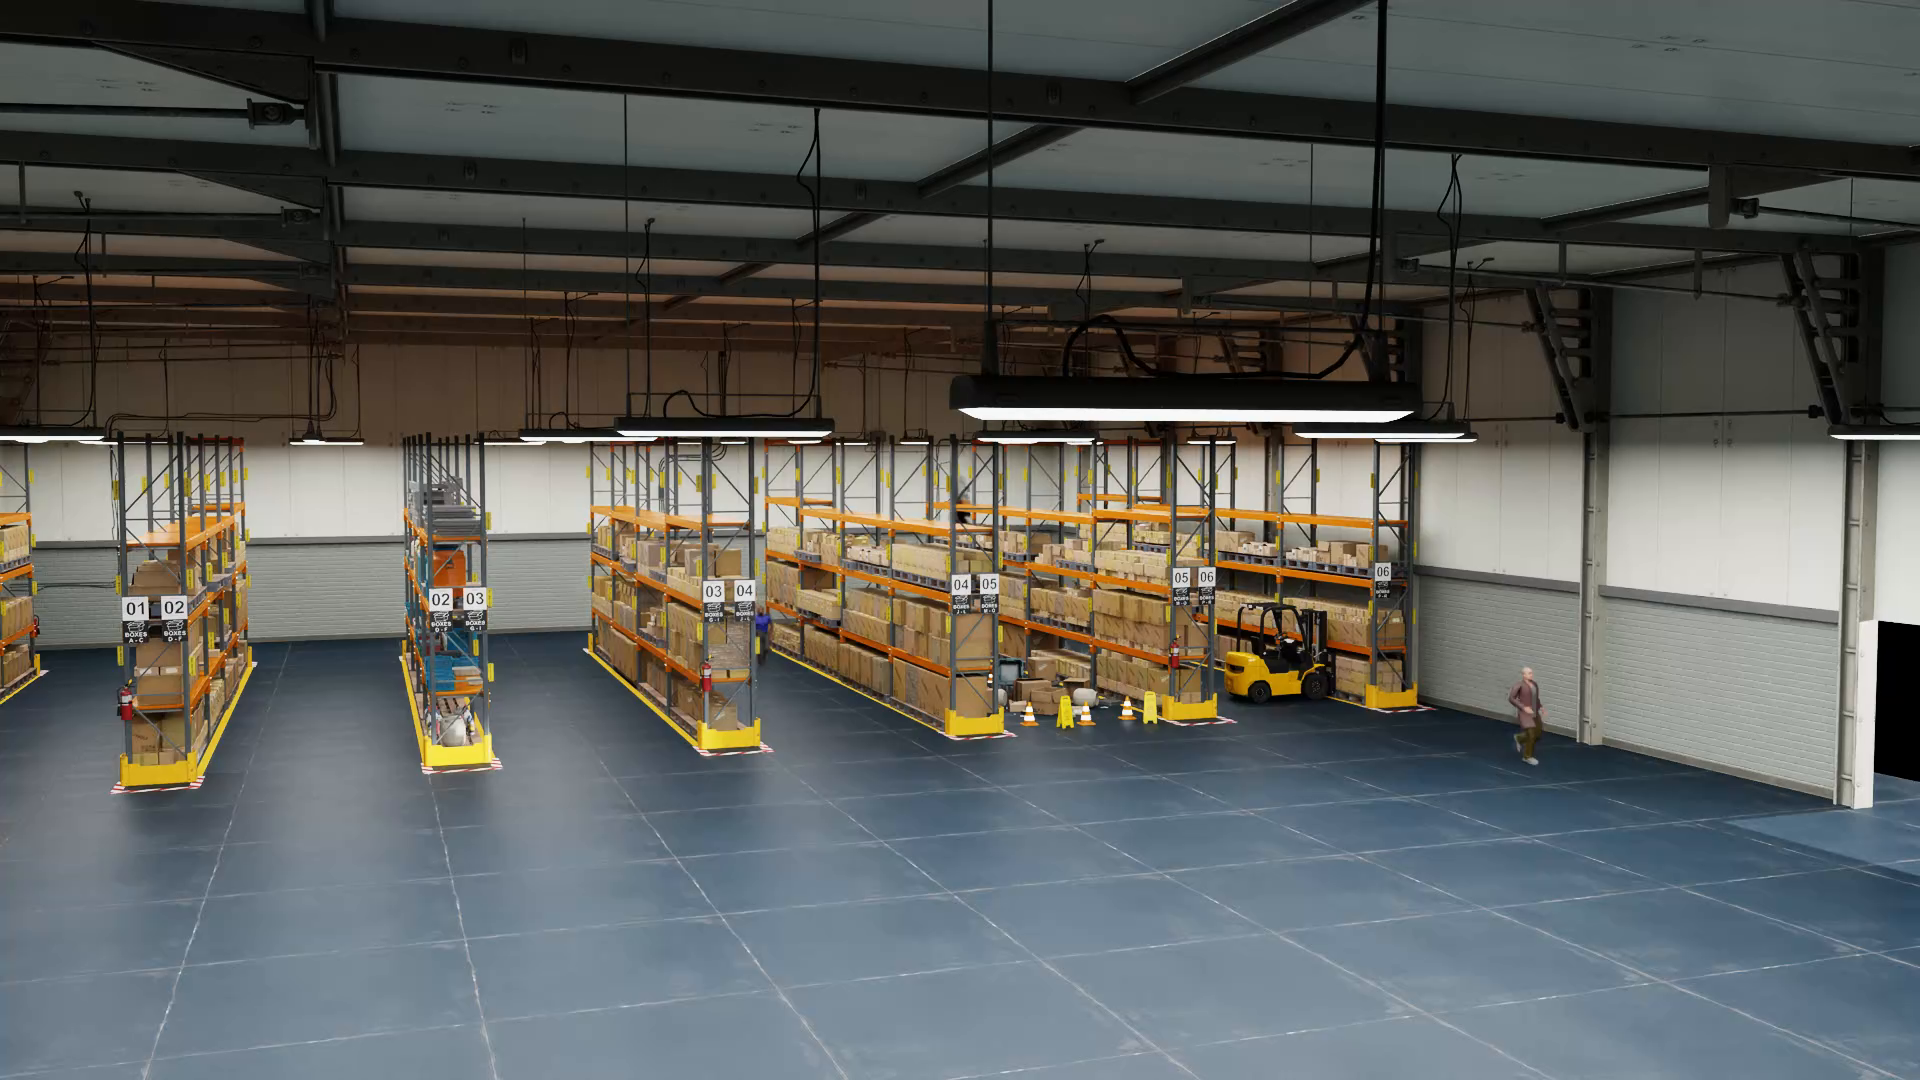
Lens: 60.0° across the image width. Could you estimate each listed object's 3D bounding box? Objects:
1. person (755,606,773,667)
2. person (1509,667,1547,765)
[{"bbox_3d":[-5.126,2.519,43.217,0.590,1.614,0.582,-1,3,-14],"label":"person"},{"bbox_3d":[10.298,3.185,30.298,0.712,1.739,0.653,-2,4,-29],"label":"person"}]
